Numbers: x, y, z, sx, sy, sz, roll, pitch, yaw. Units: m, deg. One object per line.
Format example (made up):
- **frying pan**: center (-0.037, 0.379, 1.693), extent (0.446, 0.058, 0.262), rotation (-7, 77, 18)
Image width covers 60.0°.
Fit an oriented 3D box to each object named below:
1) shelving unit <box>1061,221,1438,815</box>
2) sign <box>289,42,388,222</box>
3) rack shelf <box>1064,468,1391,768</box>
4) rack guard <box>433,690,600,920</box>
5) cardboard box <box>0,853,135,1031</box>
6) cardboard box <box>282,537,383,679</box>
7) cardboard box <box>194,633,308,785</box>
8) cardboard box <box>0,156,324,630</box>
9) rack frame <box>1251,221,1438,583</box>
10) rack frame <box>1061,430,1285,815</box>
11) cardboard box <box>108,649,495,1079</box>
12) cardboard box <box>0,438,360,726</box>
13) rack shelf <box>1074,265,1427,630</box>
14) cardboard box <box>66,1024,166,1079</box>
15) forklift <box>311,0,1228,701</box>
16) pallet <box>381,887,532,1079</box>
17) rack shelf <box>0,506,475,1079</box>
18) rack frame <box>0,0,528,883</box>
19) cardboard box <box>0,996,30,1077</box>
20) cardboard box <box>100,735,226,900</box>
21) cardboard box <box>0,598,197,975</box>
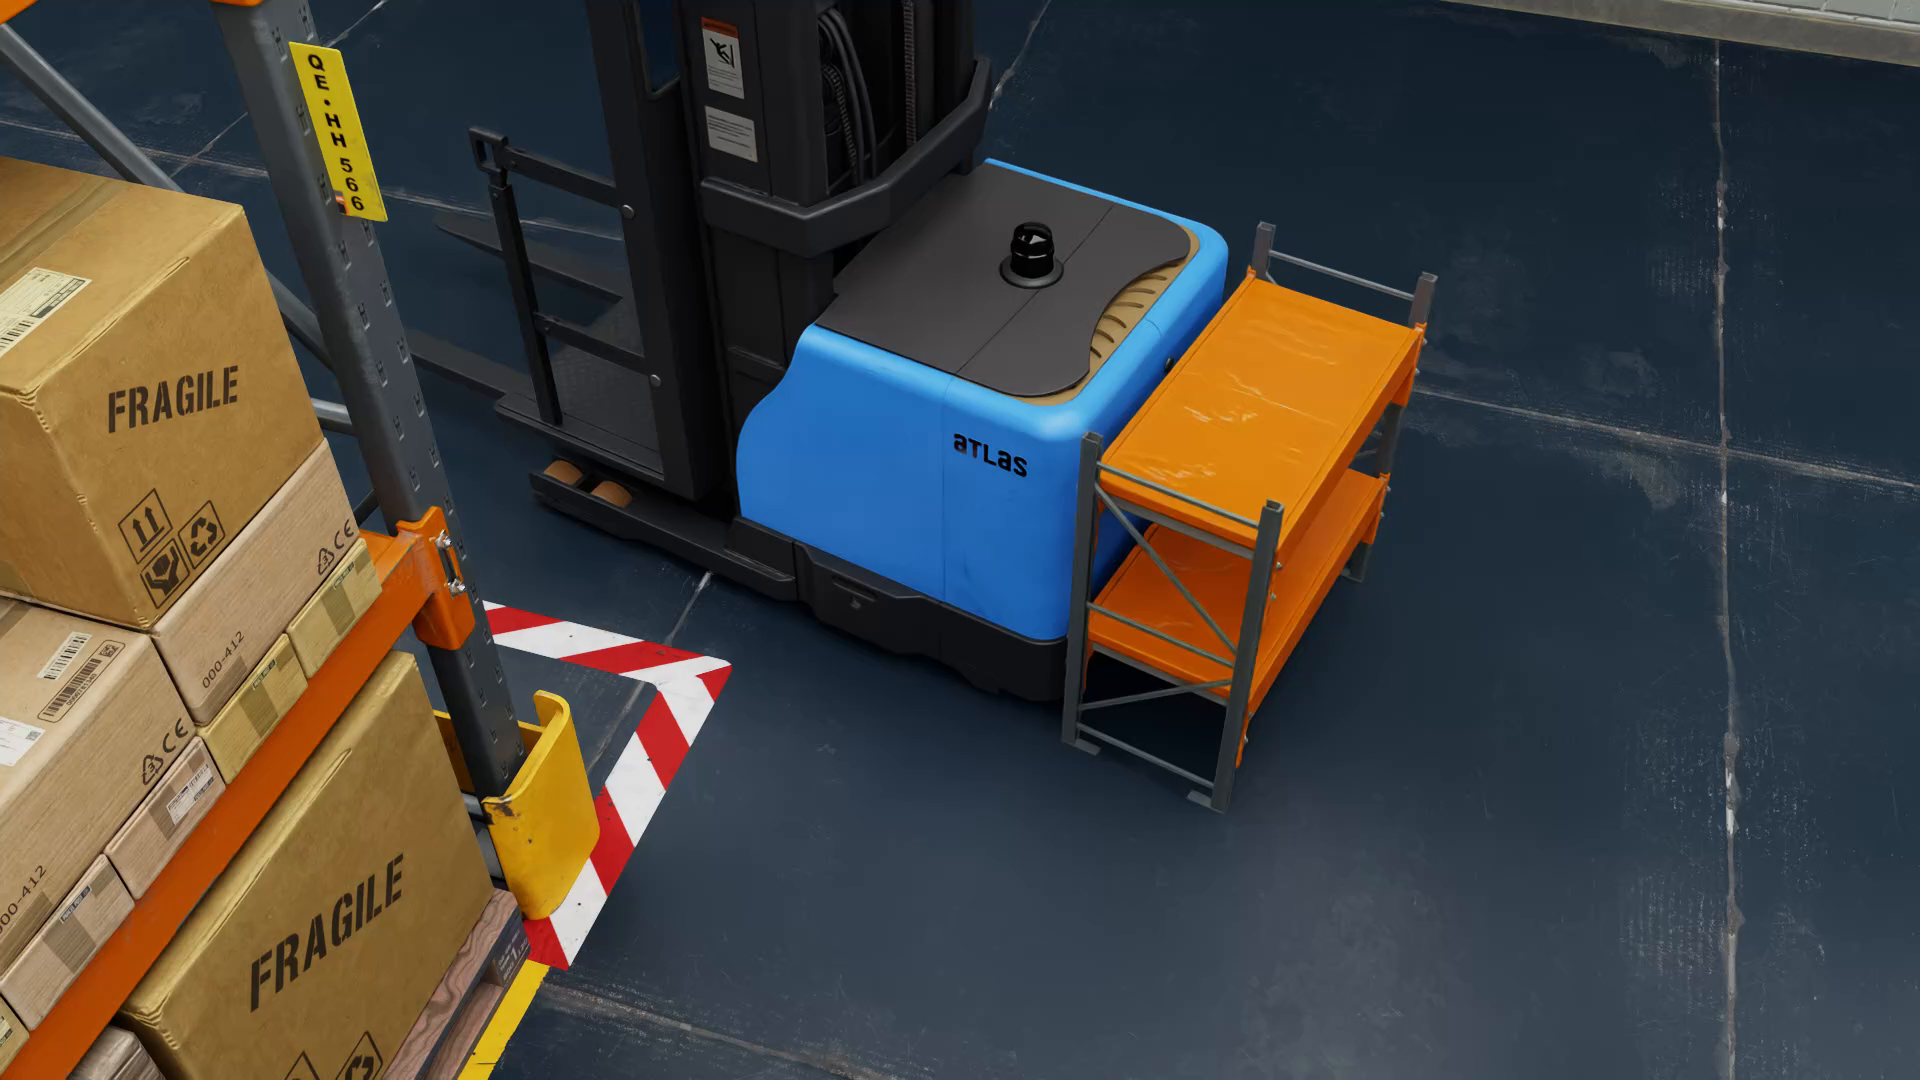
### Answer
- **shelving unit**: center (0.767, -0.062, 4.510), extent (0.538, 1.125, 1.048), rotation (23, 49, 22)
- **sign**: center (-1.049, -0.683, 2.806), extent (0.100, 0.325, 0.005), rotation (13, 46, 13)
- **rack shelf**: center (0.767, 0.112, 4.681), extent (0.538, 0.278, 1.000), rotation (23, 49, 22)
- **rack guard**: center (-1.555, 0.568, 4.312), extent (1.175, 0.500, 0.348), rotation (13, 46, 13)
- **cardboard box**: center (-1.587, 0.596, 2.676), extent (0.380, 0.149, 0.250), rotation (13, 46, 13)
- **cardboard box**: center (-1.356, 0.088, 3.195), extent (0.380, 0.149, 0.250), rotation (13, 46, 13)
- **cardboard box**: center (-1.433, 0.262, 3.018), extent (0.380, 0.149, 0.250), rotation (13, 46, 13)
- **cardboard box**: center (-1.459, -0.249, 2.718), extent (0.500, 0.500, 0.500), rotation (13, 46, 13)
- **rack frame**: center (1.028, -0.368, 4.821), extent (0.500, 1.125, 0.032), rotation (23, 49, 22)
- **rack frame**: center (0.506, 0.243, 4.198), extent (0.500, 1.125, 0.032), rotation (23, 49, 22)
- **cardboard box**: center (-1.680, 0.744, 3.564), extent (0.875, 0.875, 0.875), rotation (13, 46, 13)
- **cardboard box**: center (-1.456, 0.018, 2.982), extent (0.500, 0.250, 0.500), rotation (12, 46, 12)
- **rack shelf**: center (0.767, -0.272, 4.305), extent (0.538, 0.278, 1.000), rotation (23, 49, 22)
- **cardboard box**: center (-1.955, 1.350, 2.944), extent (0.875, 0.875, 0.875), rotation (13, 46, 13)
- **forklift**: center (-0.775, -1.364, 4.548), extent (3.031, 2.935, 1.130), rotation (22, 49, 21)
- **pallet**: center (-1.730, 1.237, 3.835), extent (1.003, 0.211, 1.213), rotation (13, 46, 13)
- **rack shelf**: center (-2.168, 1.281, 2.310), extent (1.077, 0.370, 4.000), rotation (13, 46, 13)
- **rack frame**: center (-1.562, -0.309, 3.421), extent (1.000, 3.000, 0.127), rotation (13, 46, 13)
- **cardboard box**: center (-1.664, 0.769, 2.499), extent (0.380, 0.149, 0.250), rotation (12, 46, 12)
- **cardboard box**: center (-1.511, 0.429, 2.846), extent (0.380, 0.149, 0.250), rotation (13, 46, 13)
- **cardboard box**: center (-1.610, 0.356, 2.637), extent (0.500, 0.250, 0.500), rotation (12, 46, 12)
